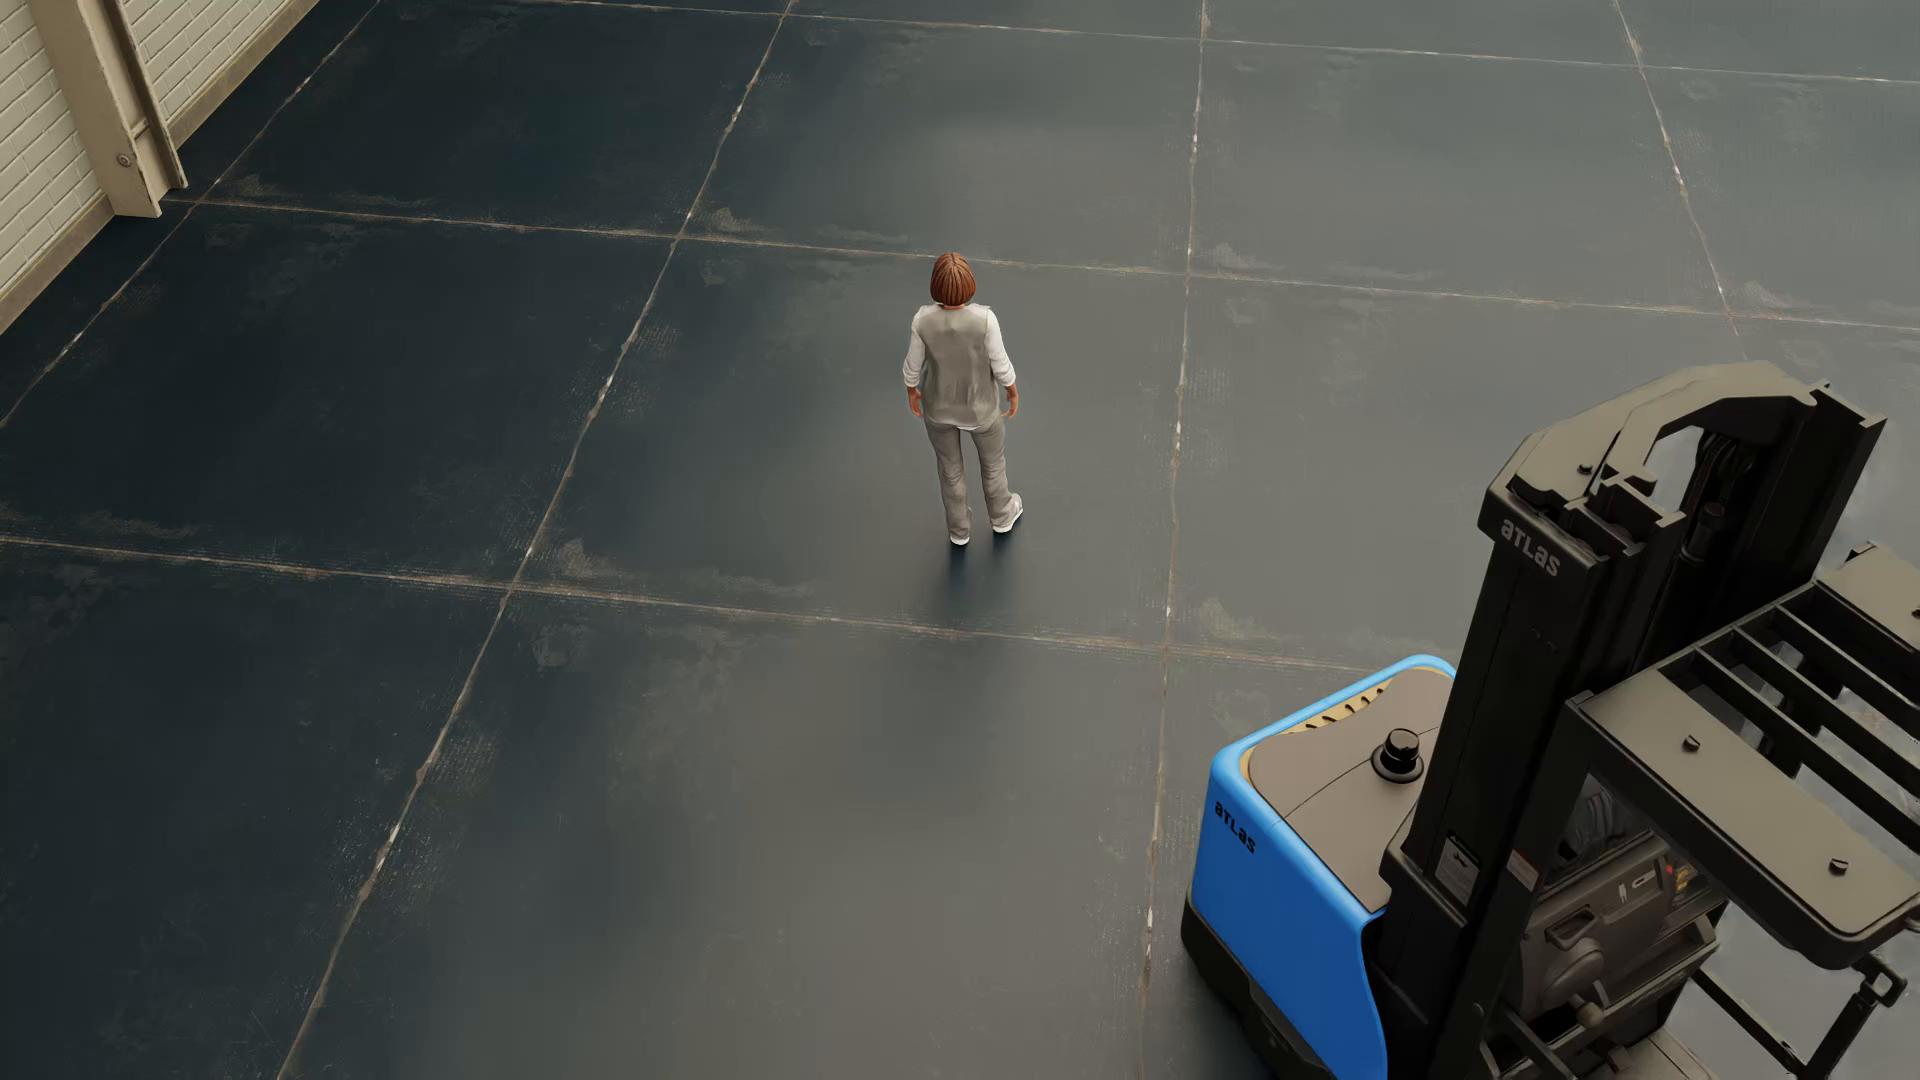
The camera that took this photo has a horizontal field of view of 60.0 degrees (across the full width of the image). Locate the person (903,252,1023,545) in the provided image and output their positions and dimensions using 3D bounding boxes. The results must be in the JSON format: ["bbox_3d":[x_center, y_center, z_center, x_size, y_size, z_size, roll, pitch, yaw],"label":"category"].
[{"bbox_3d":[0.024,-0.641,7.400,0.521,1.595,0.473,5,43,6],"label":"person"}]

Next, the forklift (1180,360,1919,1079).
[{"bbox_3d":[2.006,1.117,4.509,1.130,2.935,3.031,-22,47,-22],"label":"forklift"}]
